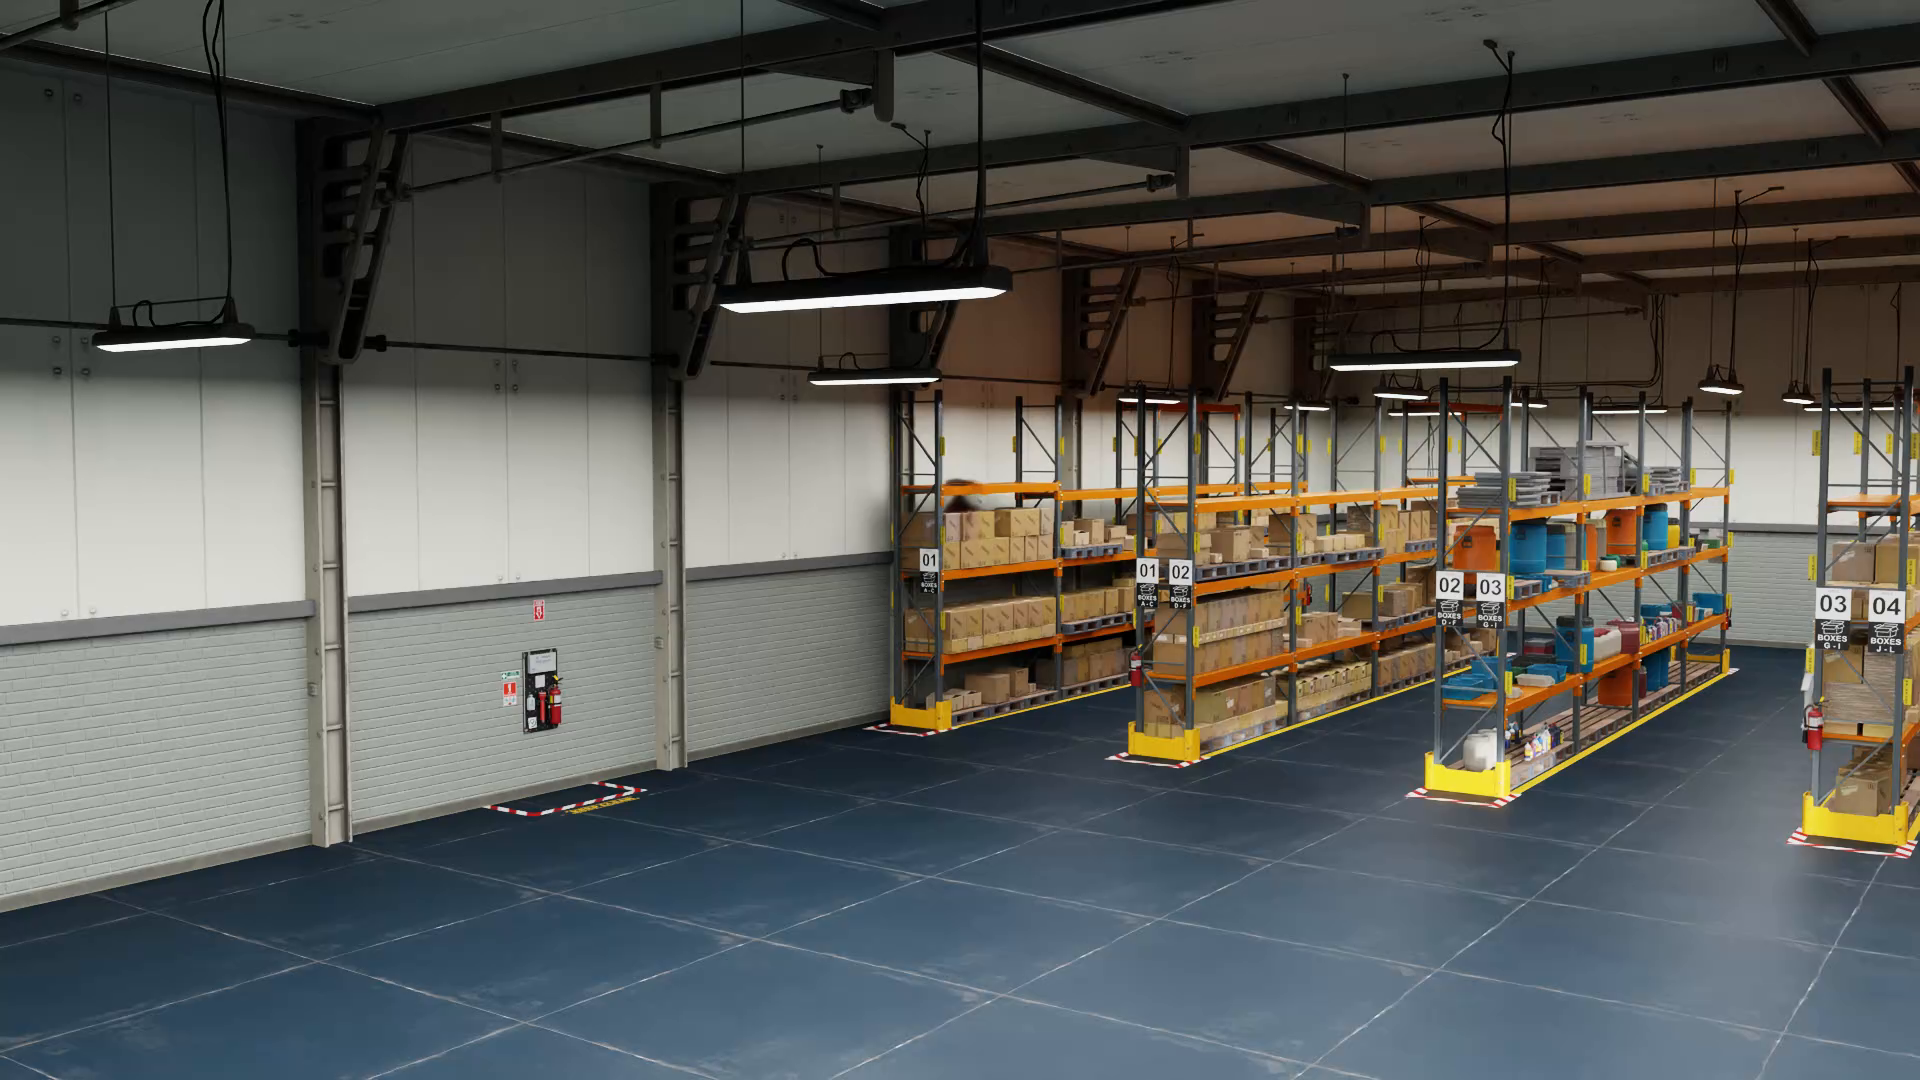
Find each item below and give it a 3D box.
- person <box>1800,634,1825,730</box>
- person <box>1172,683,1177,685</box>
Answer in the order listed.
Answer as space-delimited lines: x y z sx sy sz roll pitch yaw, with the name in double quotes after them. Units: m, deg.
15.099 2.463 29.252 0.543 1.717 1.125 2 4 33 "person"
4.227 2.386 32.197 0.526 1.599 0.939 2 4 25 "person"
